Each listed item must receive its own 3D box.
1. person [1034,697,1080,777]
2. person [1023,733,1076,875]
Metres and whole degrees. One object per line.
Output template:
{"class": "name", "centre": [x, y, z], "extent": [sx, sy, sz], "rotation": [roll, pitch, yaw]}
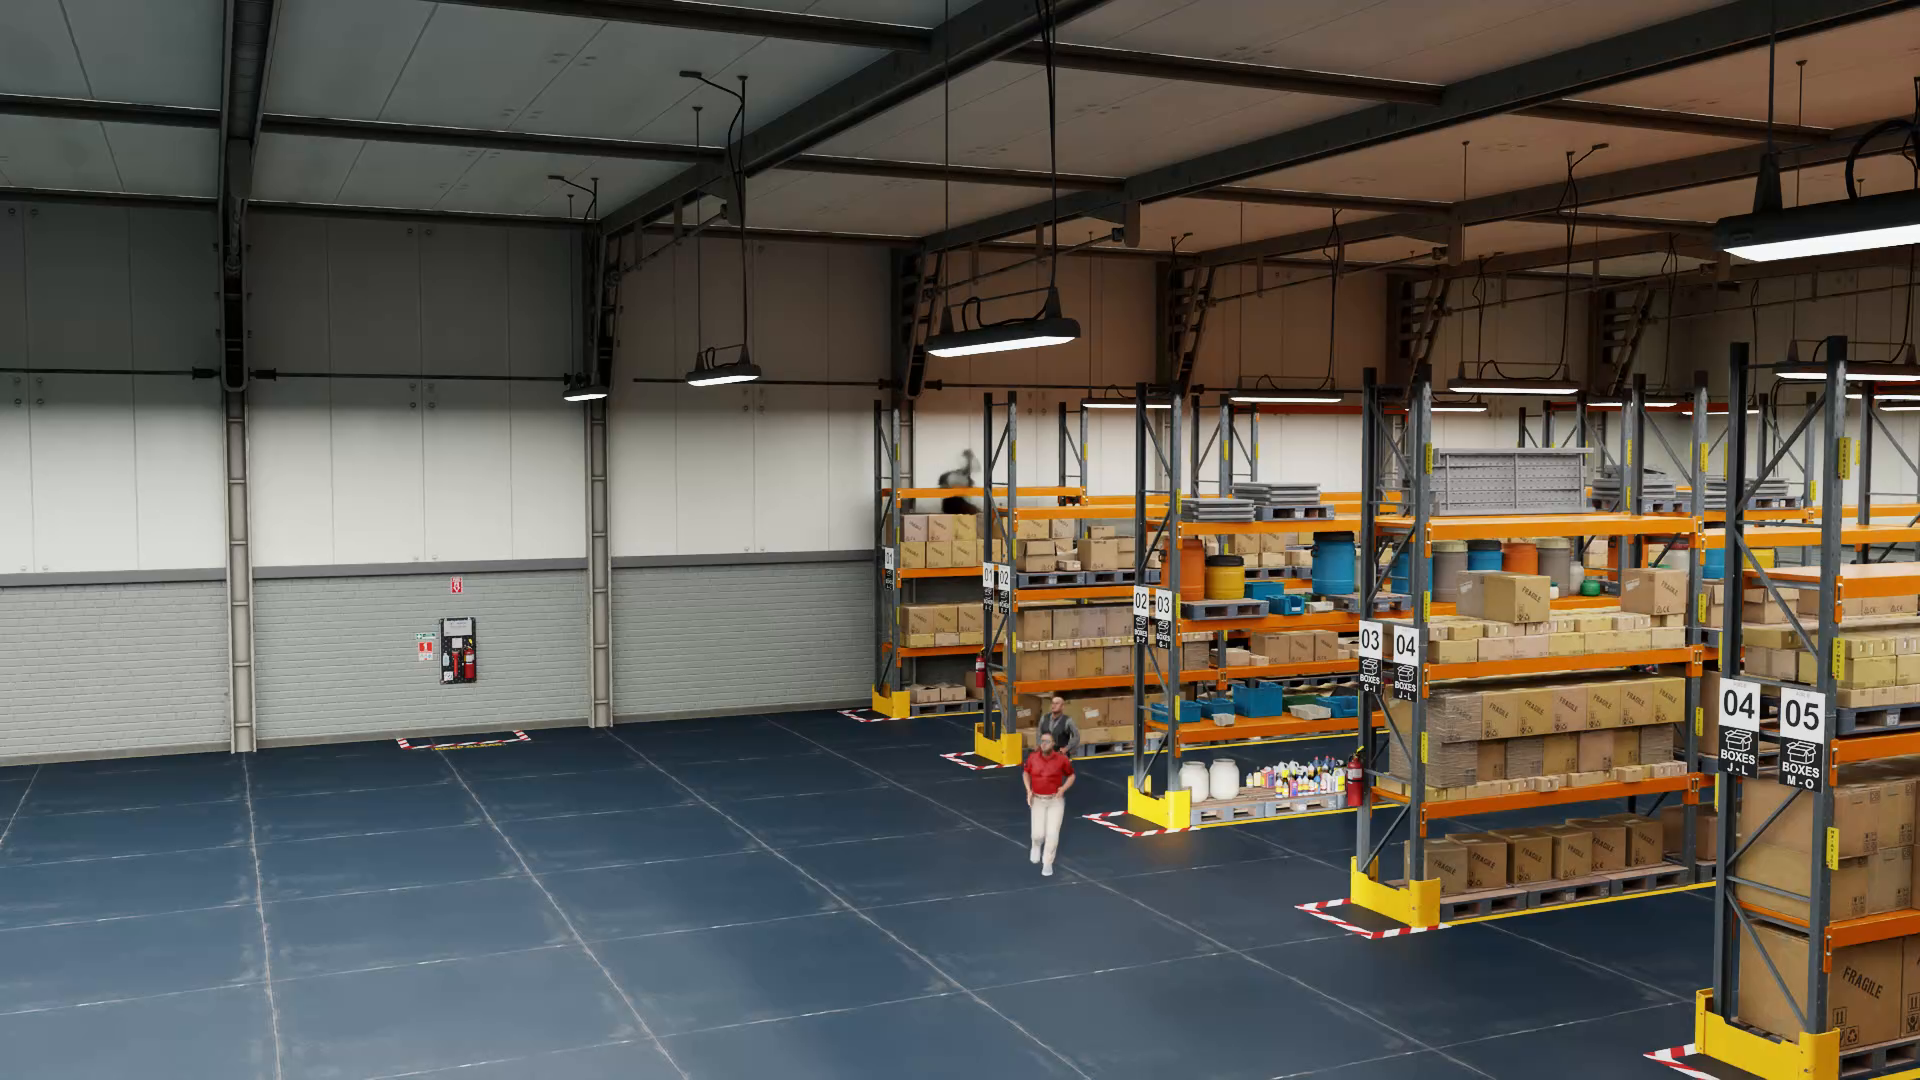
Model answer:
{"class": "person", "centre": [1.333, 2.998, 22.971], "extent": [0.664, 1.675, 0.533], "rotation": [2, 4, 25]}
{"class": "person", "centre": [1.063, 3.161, 20.009], "extent": [0.650, 1.697, 0.636], "rotation": [1, 3, 9]}
